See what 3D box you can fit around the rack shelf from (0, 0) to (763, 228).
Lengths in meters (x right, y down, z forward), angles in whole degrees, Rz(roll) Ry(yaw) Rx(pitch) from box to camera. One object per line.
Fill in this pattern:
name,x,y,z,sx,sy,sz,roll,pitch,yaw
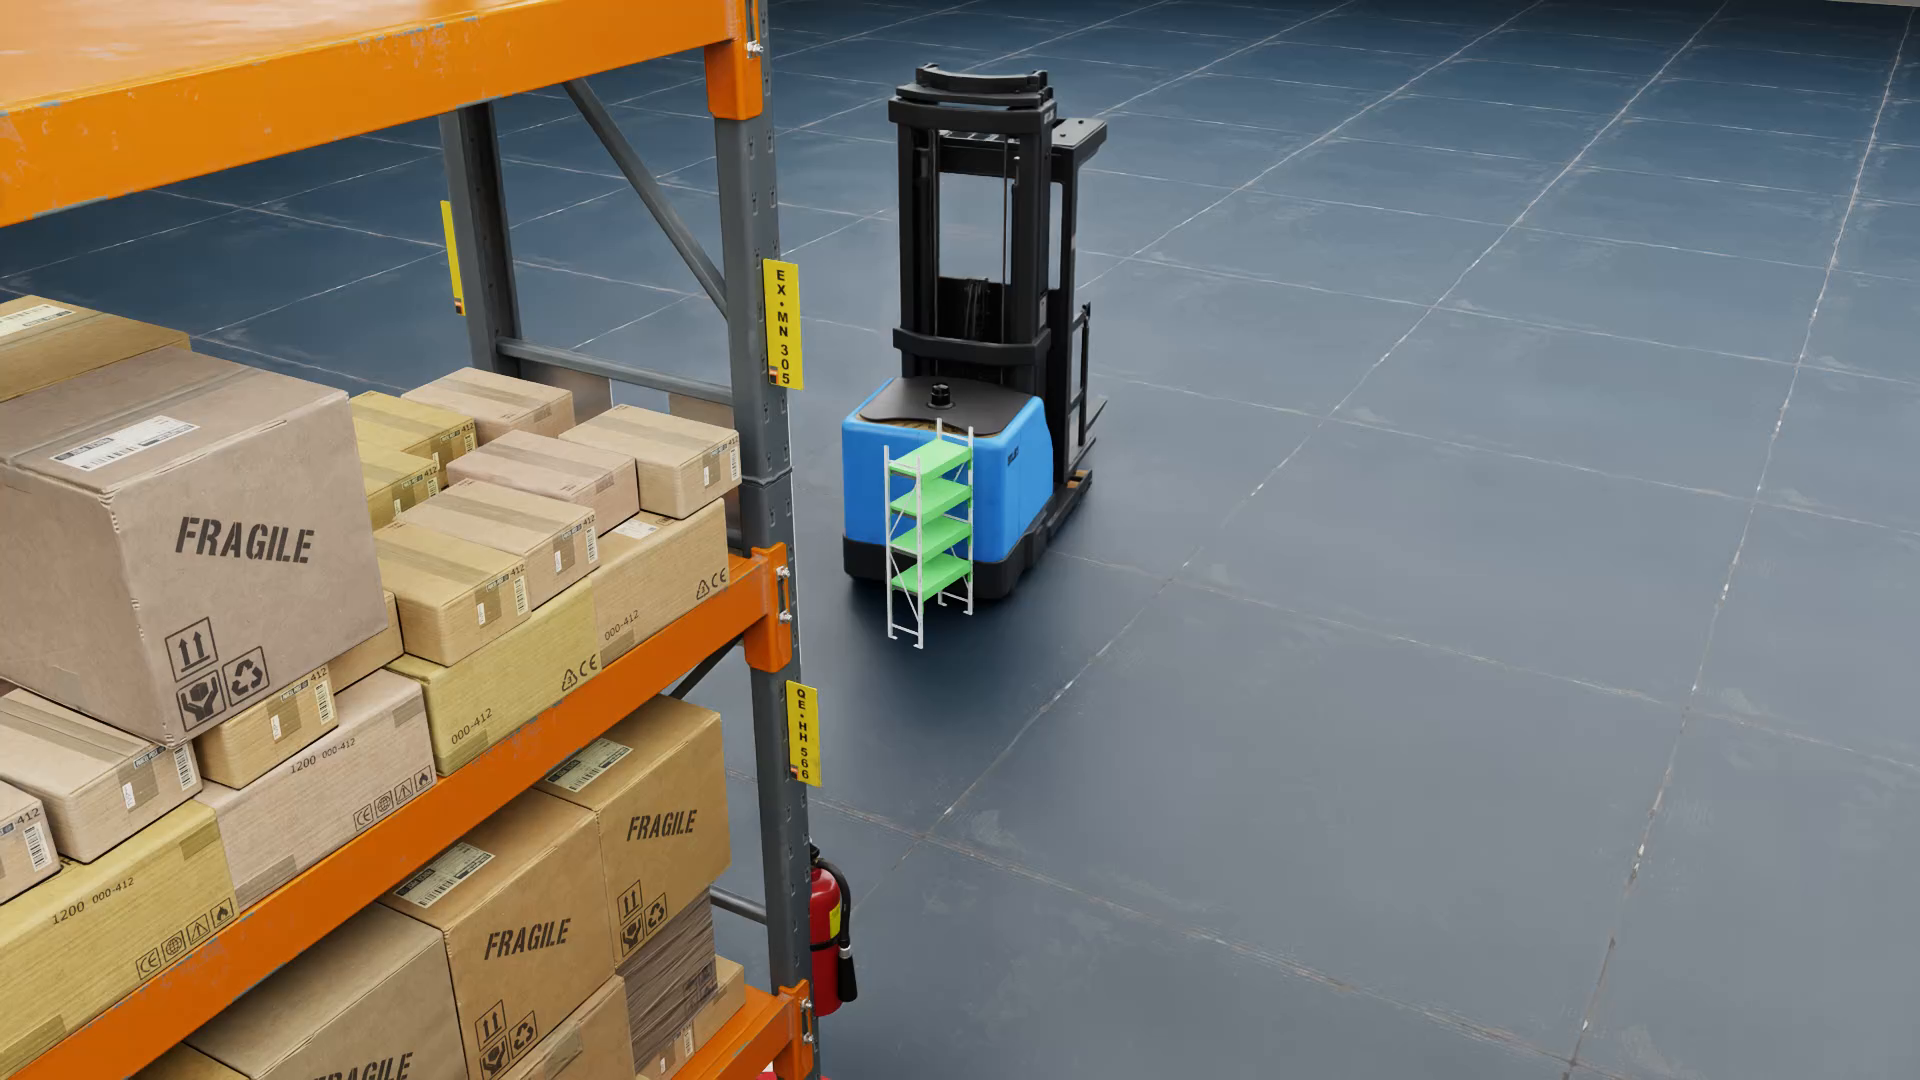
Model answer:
rack shelf,-1.895,-0.505,2.514,1.077,0.370,4.000,14,30,26

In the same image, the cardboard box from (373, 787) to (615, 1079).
cardboard box,-1.208,0.915,4.011,0.500,0.500,0.500,14,30,26

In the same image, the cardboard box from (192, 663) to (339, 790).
cardboard box,-1.422,0.304,3.162,0.380,0.149,0.250,13,29,24

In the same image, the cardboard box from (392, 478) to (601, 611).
cardboard box,-1.045,0.005,3.760,0.380,0.149,0.250,13,29,24

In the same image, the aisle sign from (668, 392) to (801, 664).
aisle sign,-0.619,-0.046,4.587,0.394,0.787,0.004,14,30,26

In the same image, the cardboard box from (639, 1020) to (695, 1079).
cardboard box,-0.995,1.441,4.802,0.380,0.149,0.250,14,30,26

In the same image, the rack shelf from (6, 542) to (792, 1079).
rack shelf,-1.895,0.834,3.185,1.077,0.370,4.000,14,30,26

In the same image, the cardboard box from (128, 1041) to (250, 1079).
cardboard box,-1.709,1.302,3.237,0.500,0.500,0.500,14,30,26

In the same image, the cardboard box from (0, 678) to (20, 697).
cardboard box,-2.000,0.285,3.200,0.380,0.149,0.250,14,30,26

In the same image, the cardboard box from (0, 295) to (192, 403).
cardboard box,-1.877,-0.149,3.343,0.500,0.500,0.500,14,30,26

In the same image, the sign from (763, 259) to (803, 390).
sign,-0.438,-0.533,4.123,0.100,0.325,0.005,14,30,26

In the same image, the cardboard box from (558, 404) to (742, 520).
cardboard box,-0.776,-0.201,4.172,0.380,0.149,0.250,14,30,26

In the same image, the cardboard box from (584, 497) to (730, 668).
cardboard box,-0.927,0.044,4.127,0.500,0.250,0.500,15,30,27

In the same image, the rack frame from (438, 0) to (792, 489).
rack frame,-0.911,-1.608,3.909,1.000,3.000,0.127,14,30,26

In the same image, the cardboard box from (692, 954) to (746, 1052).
cardboard box,-0.872,1.343,4.996,0.380,0.149,0.250,14,30,26

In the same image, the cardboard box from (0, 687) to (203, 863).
cardboard box,-1.598,0.401,2.969,0.380,0.149,0.250,13,29,24

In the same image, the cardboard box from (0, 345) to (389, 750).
cardboard box,-1.453,-0.008,3.062,0.500,0.500,0.500,14,30,26

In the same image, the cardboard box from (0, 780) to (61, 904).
cardboard box,-1.745,0.498,2.776,0.380,0.149,0.250,15,30,27

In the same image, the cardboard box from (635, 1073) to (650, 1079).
cardboard box,-1.073,1.550,4.584,0.380,0.149,0.250,14,30,26

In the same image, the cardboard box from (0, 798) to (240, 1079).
cardboard box,-1.673,0.634,2.948,0.500,0.250,0.500,14,30,25

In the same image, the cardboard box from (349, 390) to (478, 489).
cardboard box,-1.460,-0.242,4.253,0.380,0.149,0.250,15,30,27

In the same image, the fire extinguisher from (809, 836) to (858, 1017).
fire extinguisher,-0.454,1.166,5.156,0.296,0.674,0.183,14,30,26

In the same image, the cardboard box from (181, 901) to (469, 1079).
cardboard box,-1.456,1.109,3.623,0.500,0.500,0.500,14,30,26

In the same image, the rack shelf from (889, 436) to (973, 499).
rack shelf,-0.171,-0.409,9.296,0.258,0.148,0.480,18,32,31

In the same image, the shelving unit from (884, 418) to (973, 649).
shelving unit,-0.171,-0.036,9.482,0.258,1.200,0.503,18,32,31

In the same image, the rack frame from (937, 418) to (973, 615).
rack frame,-0.029,-0.125,9.660,0.240,1.200,0.015,18,32,31

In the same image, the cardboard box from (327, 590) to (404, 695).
cardboard box,-1.378,0.177,3.416,0.380,0.149,0.250,15,30,27

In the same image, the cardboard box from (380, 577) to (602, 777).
cardboard box,-1.170,0.239,3.737,0.500,0.250,0.500,14,30,26

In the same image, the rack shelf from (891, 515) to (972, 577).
rack shelf,-0.171,0.021,9.511,0.258,0.148,0.480,18,32,31

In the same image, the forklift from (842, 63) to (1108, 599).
forklift,0.268,-1.598,10.667,1.130,2.935,3.031,9,28,18

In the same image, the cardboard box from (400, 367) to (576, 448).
cardboard box,-1.248,-0.322,4.413,0.380,0.149,0.250,14,30,26

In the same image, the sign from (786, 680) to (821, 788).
sign,-0.438,0.546,4.663,0.100,0.325,0.005,14,30,26

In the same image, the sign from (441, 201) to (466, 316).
sign,-1.384,-0.777,4.624,0.100,0.325,0.005,14,30,26

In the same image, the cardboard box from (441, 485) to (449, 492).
cardboard box,-1.373,-0.069,4.353,0.500,0.250,0.500,15,30,28

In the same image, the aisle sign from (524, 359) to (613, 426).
aisle sign,-1.142,-0.178,4.851,0.394,0.787,0.004,14,30,26

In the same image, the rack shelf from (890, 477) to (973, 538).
rack shelf,-0.171,-0.194,9.404,0.258,0.148,0.480,18,32,31

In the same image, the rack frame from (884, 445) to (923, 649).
rack frame,-0.314,0.052,9.305,0.240,1.200,0.015,18,32,31

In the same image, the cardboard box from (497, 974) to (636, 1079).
cardboard box,-1.347,1.326,4.305,0.875,0.500,0.500,14,30,26

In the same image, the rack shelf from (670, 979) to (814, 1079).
rack shelf,-1.895,2.176,3.856,1.077,0.370,4.000,14,30,26

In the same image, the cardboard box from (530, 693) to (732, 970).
cardboard box,-0.967,0.719,4.403,0.500,0.500,0.500,14,30,26

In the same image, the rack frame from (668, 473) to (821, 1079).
rack frame,-0.911,1.075,5.252,1.000,3.000,0.127,14,30,26

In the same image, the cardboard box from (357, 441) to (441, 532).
cardboard box,-1.477,-0.116,4.002,0.380,0.149,0.250,14,30,25

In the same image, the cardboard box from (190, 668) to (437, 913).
cardboard box,-1.430,0.437,3.342,0.500,0.250,0.500,15,30,27

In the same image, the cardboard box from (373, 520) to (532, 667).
cardboard box,-1.148,0.108,3.554,0.380,0.149,0.250,14,30,26

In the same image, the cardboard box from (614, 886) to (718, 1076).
cardboard box,-1.206,1.105,4.747,0.875,0.500,0.500,14,30,26

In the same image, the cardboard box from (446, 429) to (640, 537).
cardboard box,-1.006,-0.125,4.021,0.380,0.149,0.250,13,29,24

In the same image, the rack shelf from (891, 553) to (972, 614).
rack shelf,-0.171,0.235,9.618,0.258,0.148,0.480,18,32,31
